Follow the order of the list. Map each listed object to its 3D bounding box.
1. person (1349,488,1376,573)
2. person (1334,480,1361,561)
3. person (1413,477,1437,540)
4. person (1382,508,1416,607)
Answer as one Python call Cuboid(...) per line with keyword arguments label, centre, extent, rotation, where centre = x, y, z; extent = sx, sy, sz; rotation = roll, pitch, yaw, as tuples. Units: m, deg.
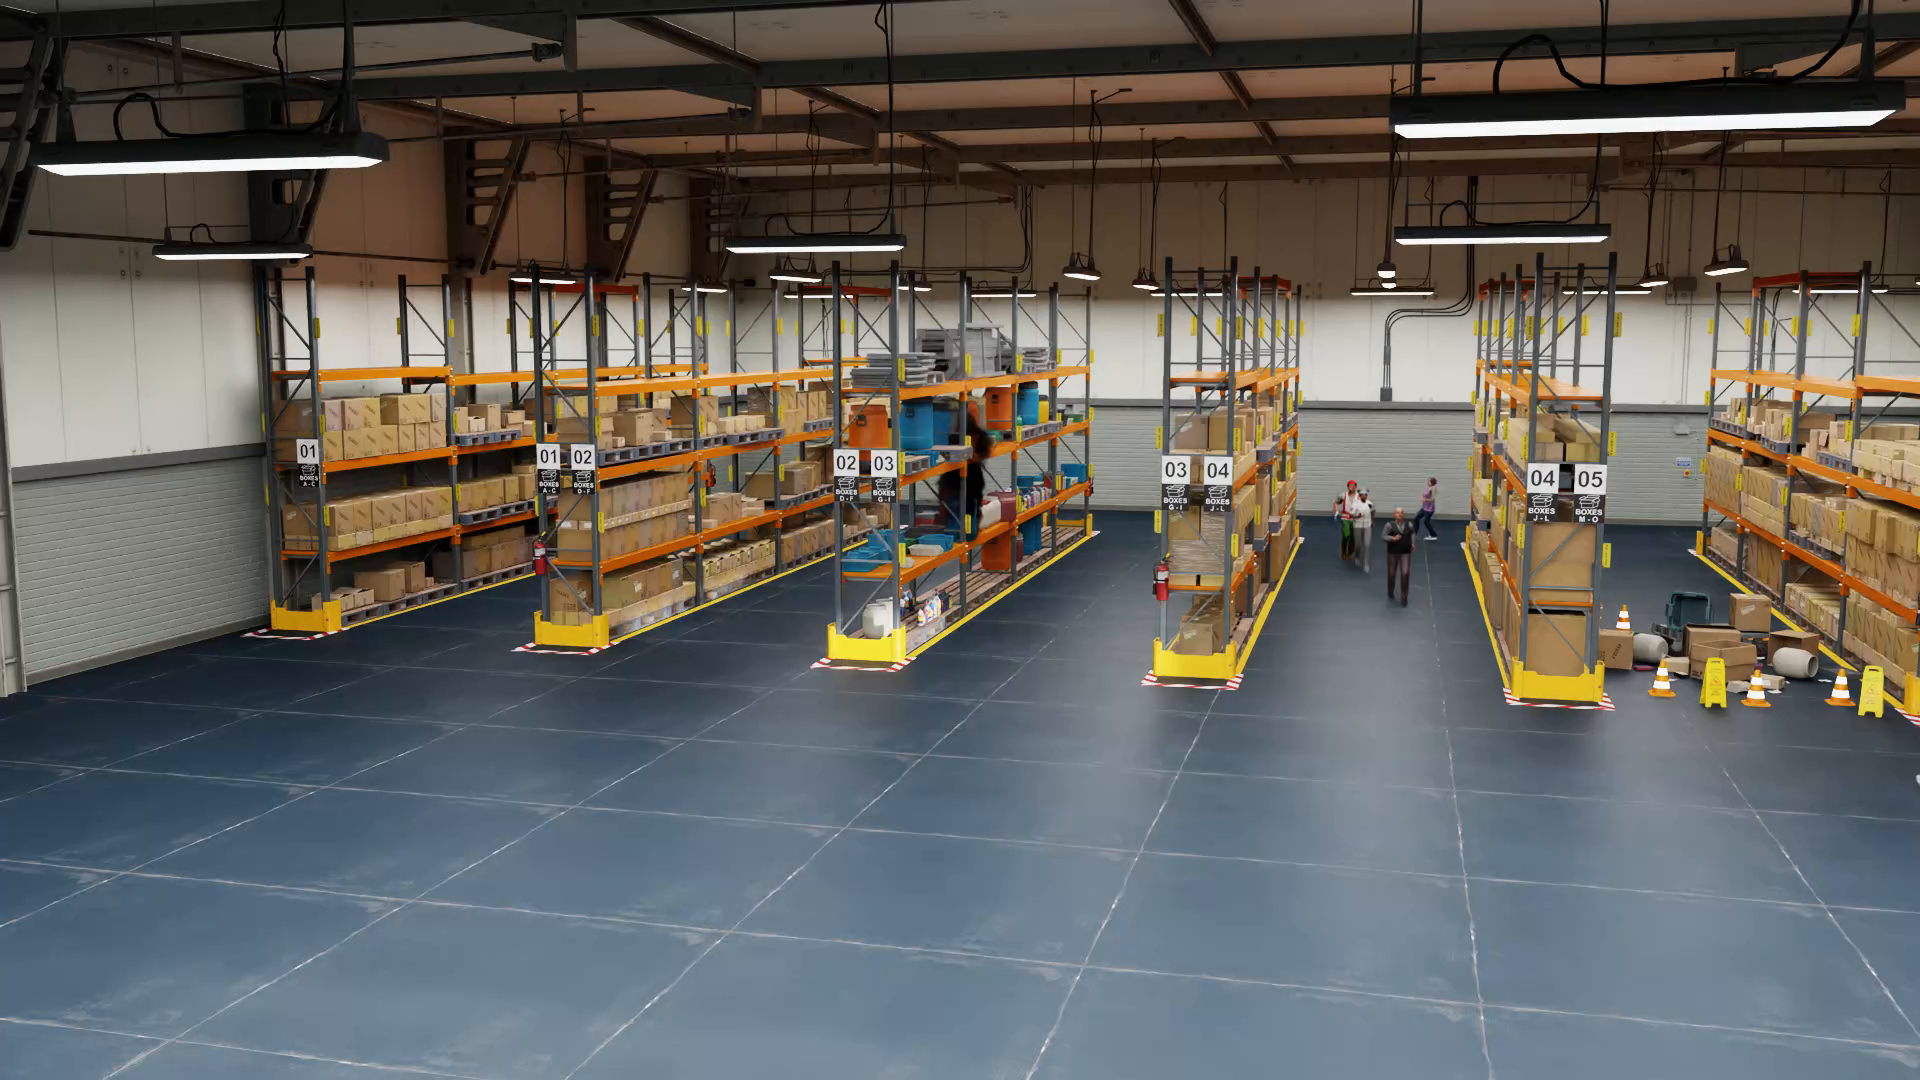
Cuboid(label="person", centre=(8.353, -0.233, 34.519), extent=(0.570, 1.723, 0.871), rotation=(1, 7, 7))
Cuboid(label="person", centre=(8.385, -0.417, 35.728), extent=(0.645, 1.748, 0.659), rotation=(1, 7, 5))
Cuboid(label="person", centre=(11.007, -0.717, 39.289), extent=(0.691, 1.560, 0.639), rotation=(-1, 7, -4))
Cuboid(label="person", centre=(8.022, 0.288, 30.409), extent=(0.635, 1.765, 0.840), rotation=(1, 7, 8))
